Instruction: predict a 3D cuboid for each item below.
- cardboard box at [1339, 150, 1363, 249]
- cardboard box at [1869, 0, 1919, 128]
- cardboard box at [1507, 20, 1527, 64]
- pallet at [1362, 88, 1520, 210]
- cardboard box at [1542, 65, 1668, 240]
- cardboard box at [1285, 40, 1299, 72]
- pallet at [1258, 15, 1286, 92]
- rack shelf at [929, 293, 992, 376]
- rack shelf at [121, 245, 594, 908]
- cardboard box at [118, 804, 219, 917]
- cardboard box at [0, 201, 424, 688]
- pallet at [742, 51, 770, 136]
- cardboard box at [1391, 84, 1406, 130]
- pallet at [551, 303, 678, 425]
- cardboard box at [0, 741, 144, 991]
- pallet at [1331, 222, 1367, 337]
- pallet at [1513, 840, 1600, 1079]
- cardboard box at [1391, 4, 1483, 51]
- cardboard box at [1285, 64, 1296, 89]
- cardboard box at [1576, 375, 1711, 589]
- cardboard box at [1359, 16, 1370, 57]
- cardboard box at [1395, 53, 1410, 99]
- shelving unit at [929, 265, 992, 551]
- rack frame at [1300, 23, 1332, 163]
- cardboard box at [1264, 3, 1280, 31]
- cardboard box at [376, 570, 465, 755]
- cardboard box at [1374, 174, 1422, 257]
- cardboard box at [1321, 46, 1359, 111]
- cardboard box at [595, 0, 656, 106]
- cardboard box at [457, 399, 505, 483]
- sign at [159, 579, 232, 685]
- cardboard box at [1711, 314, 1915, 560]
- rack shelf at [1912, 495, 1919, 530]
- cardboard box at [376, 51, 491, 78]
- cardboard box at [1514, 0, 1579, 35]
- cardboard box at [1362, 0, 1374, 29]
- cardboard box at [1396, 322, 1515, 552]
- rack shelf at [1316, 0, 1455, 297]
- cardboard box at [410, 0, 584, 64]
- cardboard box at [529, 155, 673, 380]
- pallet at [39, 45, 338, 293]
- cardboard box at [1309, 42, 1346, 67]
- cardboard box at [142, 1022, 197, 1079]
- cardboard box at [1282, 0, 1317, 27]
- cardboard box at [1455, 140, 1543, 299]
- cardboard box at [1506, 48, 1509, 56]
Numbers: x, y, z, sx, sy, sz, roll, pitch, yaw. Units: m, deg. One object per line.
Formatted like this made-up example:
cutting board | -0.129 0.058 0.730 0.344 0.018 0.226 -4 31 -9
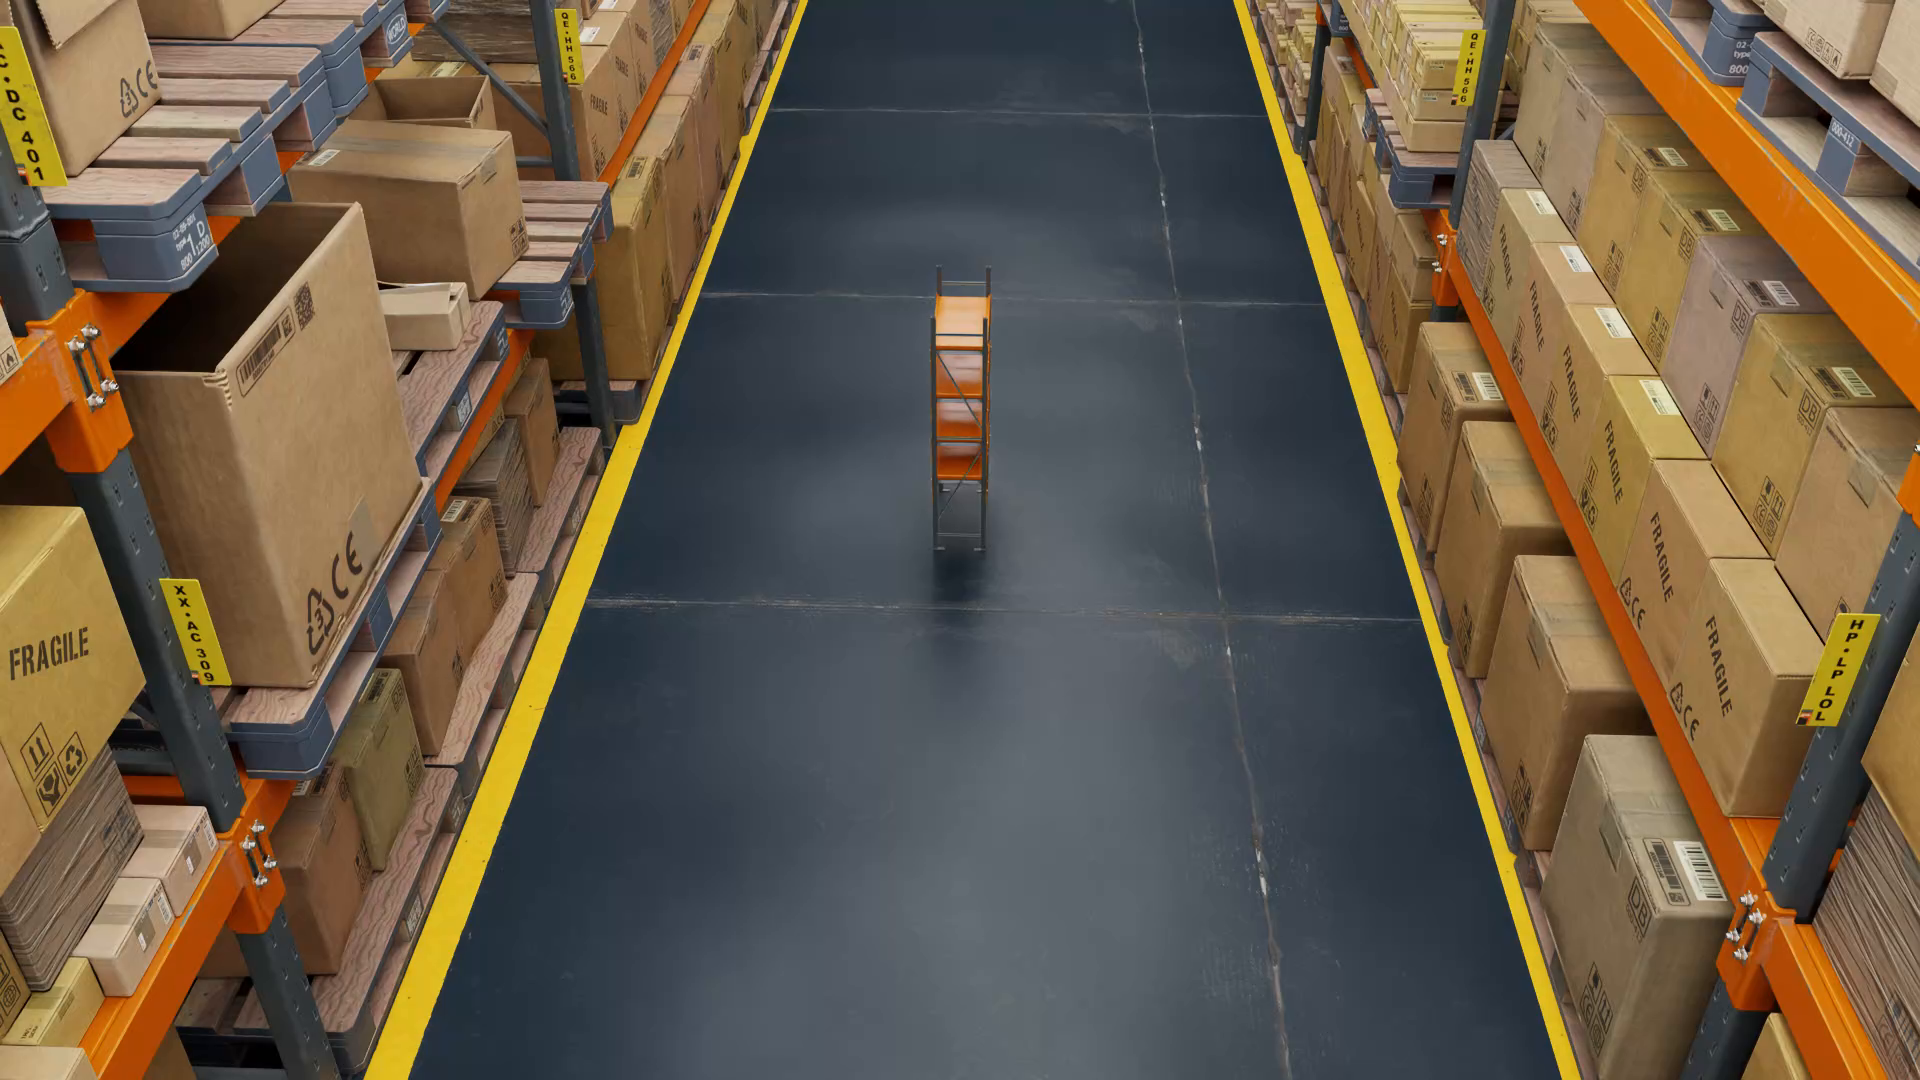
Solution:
cardboard box | 2.539 -1.975 9.760 0.500 0.500 0.500 2 35 3
cardboard box | 2.408 -1.042 3.693 0.500 0.250 0.500 2 35 2
cardboard box | 2.946 -2.470 8.250 0.380 0.149 0.250 1 35 2
pallet | 2.622 -1.885 7.990 1.213 0.211 1.003 1 35 2
cardboard box | 2.653 -1.453 6.253 0.700 0.500 0.500 1 35 1
cardboard box | 2.548 -3.475 11.942 0.380 0.149 0.250 0 35 0
pallet | 2.899 -3.798 12.971 1.003 0.211 1.213 1 35 2
rack shelf | 0.007 -0.907 7.314 0.258 0.148 0.480 1 35 2
rack shelf | -2.332 -0.281 6.167 1.077 0.370 4.000 1 35 2
cardboard box | -2.127 0.807 4.212 0.380 0.149 0.250 1 35 2
cardboard box | -2.241 -0.297 4.676 1.000 1.000 1.000 2 35 2
pallet | -1.982 -3.317 12.286 1.003 0.211 1.213 1 35 2
cardboard box | 2.273 -2.057 7.922 0.380 0.149 0.250 1 35 2
pallet | -2.145 -1.035 9.039 1.003 0.211 1.213 1 35 2
cardboard box | -2.492 0.668 3.845 0.875 0.500 0.500 1 35 2
pallet | 2.785 -1.559 9.784 1.003 0.211 1.213 1 35 2
pallet | 2.495 1.442 5.514 1.003 0.211 1.213 1 35 2
cardboard box | 2.285 -2.451 7.965 0.380 0.149 0.250 2 35 3
cardboard box | 2.576 -3.389 12.078 0.380 0.149 0.250 0 35 0
cardboard box | 2.334 -0.181 5.312 0.500 0.500 0.500 2 35 2
cardboard box | 2.318 -2.652 8.767 0.380 0.149 0.250 2 35 3
cardboard box | 2.274 -2.190 7.852 0.380 0.149 0.250 3 35 4
shelving unit | 0.007 -0.586 7.540 0.258 1.200 0.503 1 35 2
rack frame | 2.861 -3.850 10.619 1.000 3.000 0.127 1 35 2
cardboard box | 2.617 -4.130 13.132 0.380 0.149 0.250 0 35 0
cardboard box | -2.306 0.469 6.265 0.700 0.500 0.500 -2 35 -2
cardboard box | 2.475 -1.697 8.712 0.500 0.250 0.500 2 35 3
cardboard box | 2.567 -2.887 10.406 0.500 0.250 0.500 0 35 0
cardboard box | -1.925 -2.629 8.795 0.500 0.500 0.500 1 35 1
cardboard box | -2.260 -0.498 6.989 0.500 0.250 0.500 5 35 7
sign | -1.870 0.228 4.064 0.100 0.325 0.005 1 35 2
cardboard box | 2.572 -0.284 4.590 0.700 0.500 0.500 1 35 1
rack shelf | 2.459 0.963 1.788 1.077 0.370 4.000 1 35 2
cardboard box | -2.479 -2.054 7.978 0.500 0.500 0.500 2 35 3
cardboard box | 2.946 -2.573 8.138 0.380 0.149 0.250 0 35 0
cardboard box | 2.315 -2.778 8.688 0.380 0.149 0.250 2 35 3
cardboard box | 2.586 -0.455 7.380 1.050 0.750 0.750 1 35 1
rack shelf | 2.781 -2.406 9.191 1.077 0.370 4.000 1 35 2
cardboard box | -2.206 -2.595 7.875 0.797 0.503 0.637 2 35 3
cardboard box | -2.203 -1.423 8.648 1.225 0.875 0.875 0 35 0
pallet | -2.281 -0.929 4.017 1.213 0.211 1.003 1 35 2
cardboard box | 2.615 -3.309 11.446 0.380 0.149 0.250 2 35 3
cardboard box | -2.468 1.654 4.597 0.500 0.500 0.500 0 35 0
cardboard box | 2.596 -3.905 12.294 0.380 0.149 0.250 0 35 0
cardboard box | 2.412 -1.341 6.962 0.500 0.500 0.500 2 35 2
cardboard box | 2.959 -2.490 8.538 0.380 0.149 0.250 2 35 3
